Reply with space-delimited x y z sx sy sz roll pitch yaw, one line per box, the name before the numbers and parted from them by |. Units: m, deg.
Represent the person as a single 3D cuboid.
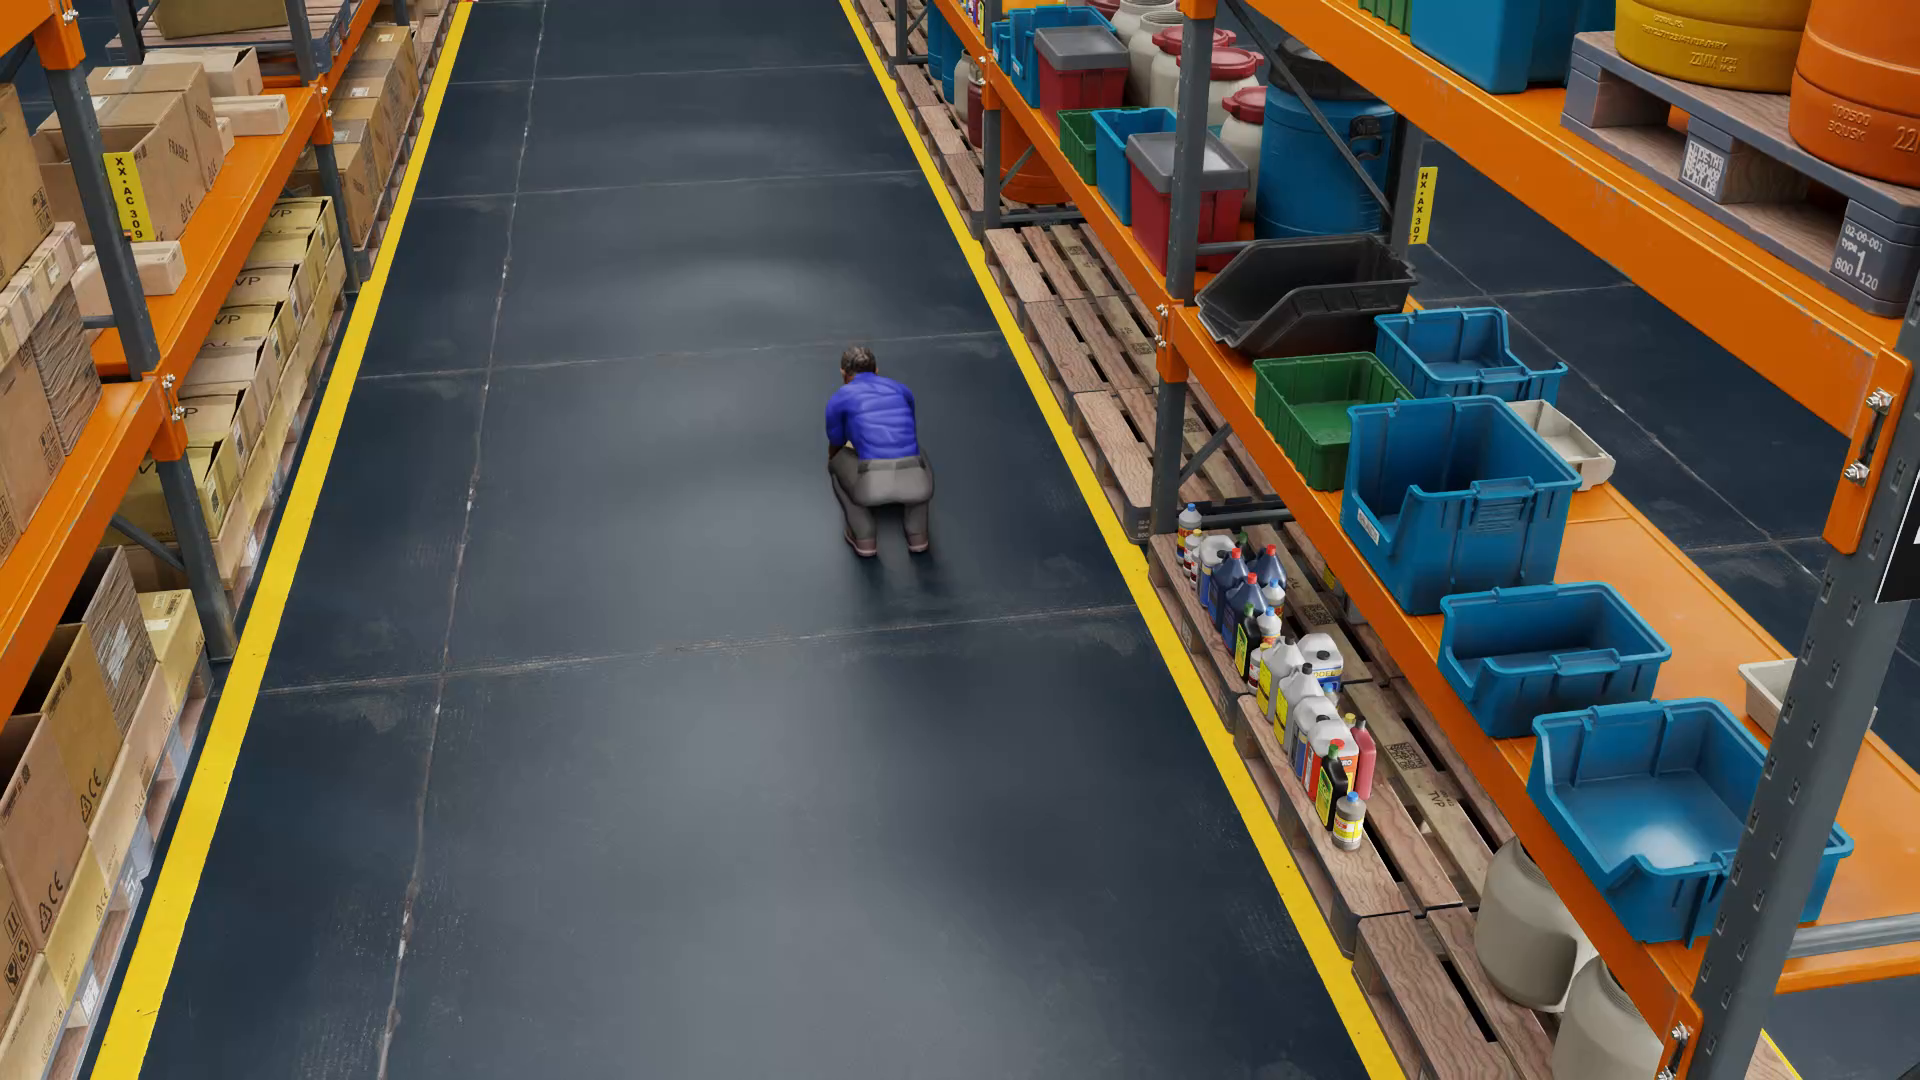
person | -0.366 -0.404 7.668 0.480 0.810 0.813 -5 31 -9
